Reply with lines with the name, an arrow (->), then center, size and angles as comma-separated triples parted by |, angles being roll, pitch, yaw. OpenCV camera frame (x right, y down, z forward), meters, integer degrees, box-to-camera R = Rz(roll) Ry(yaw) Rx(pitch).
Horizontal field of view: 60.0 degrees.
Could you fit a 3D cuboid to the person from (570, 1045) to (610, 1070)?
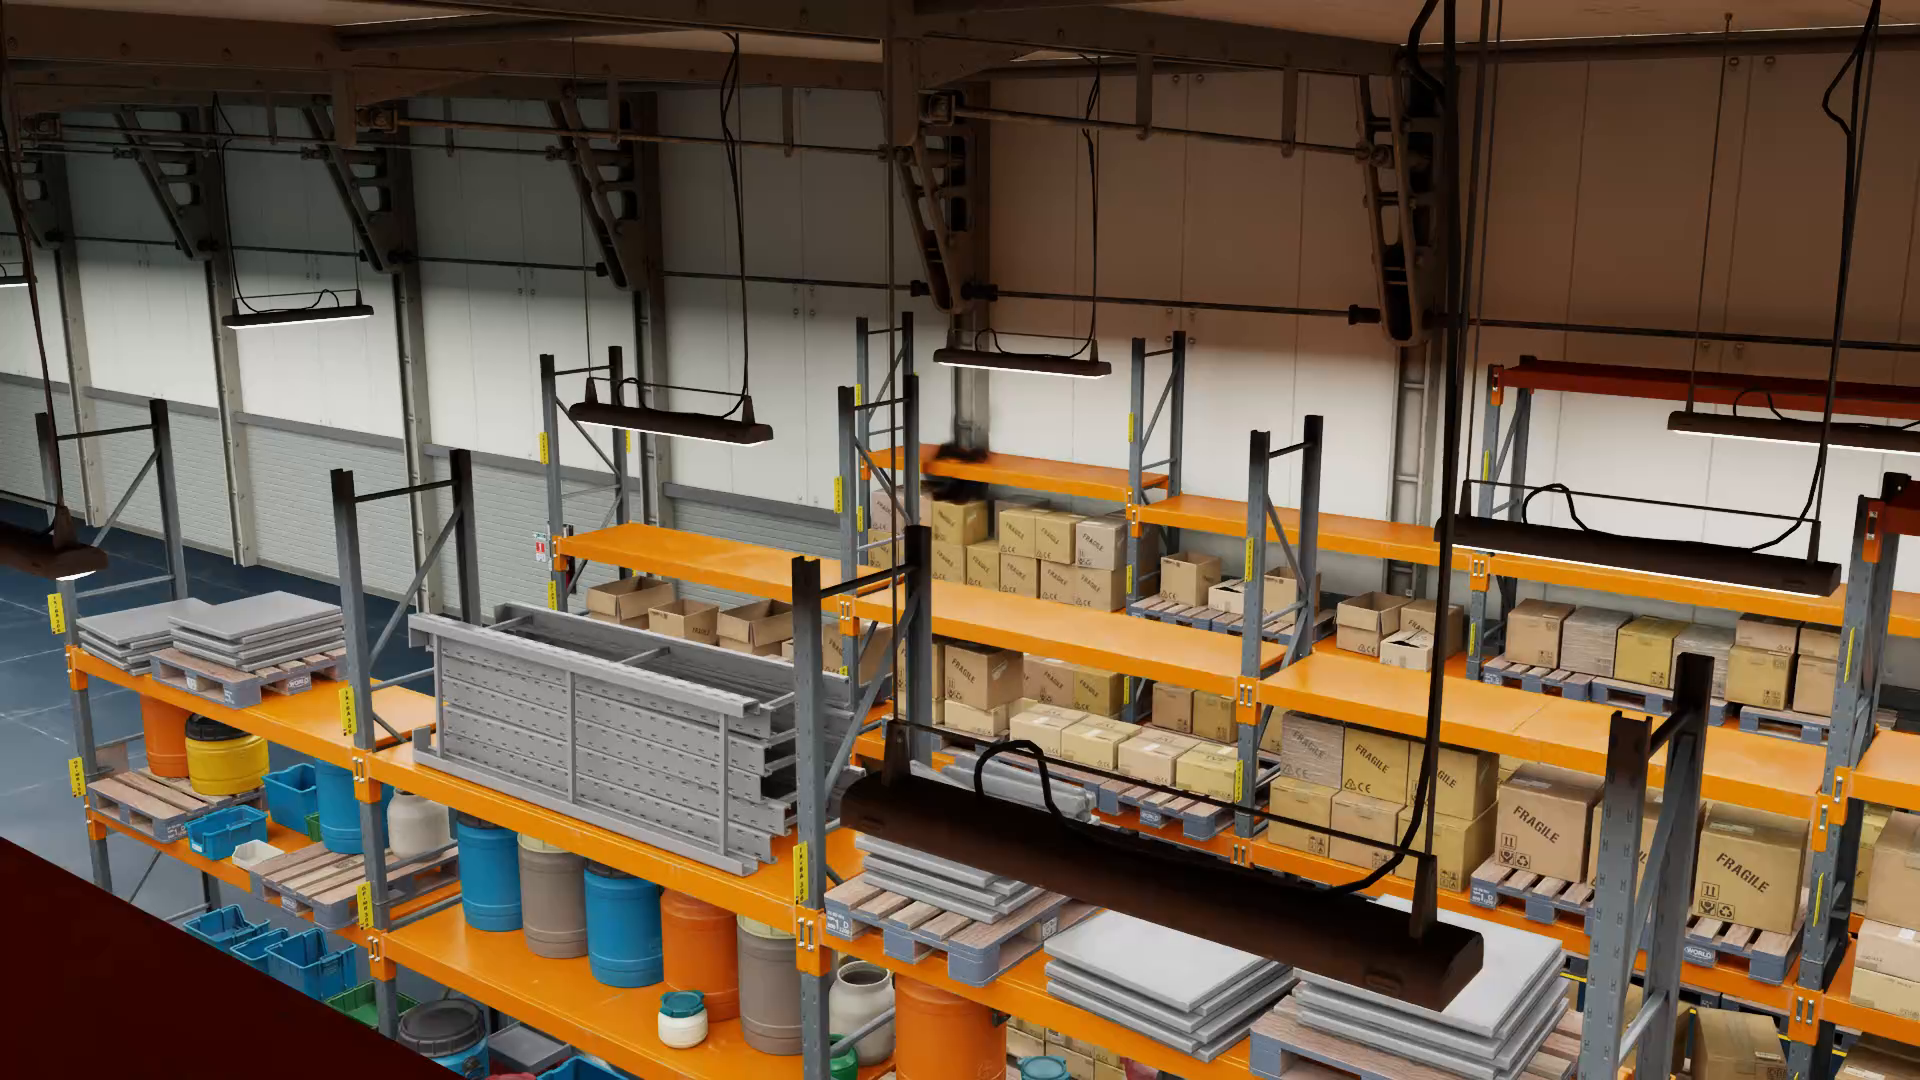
person -> -3.365, 3.958, 14.204 | 0.931, 1.789, 0.674 | 8, 15, 31
